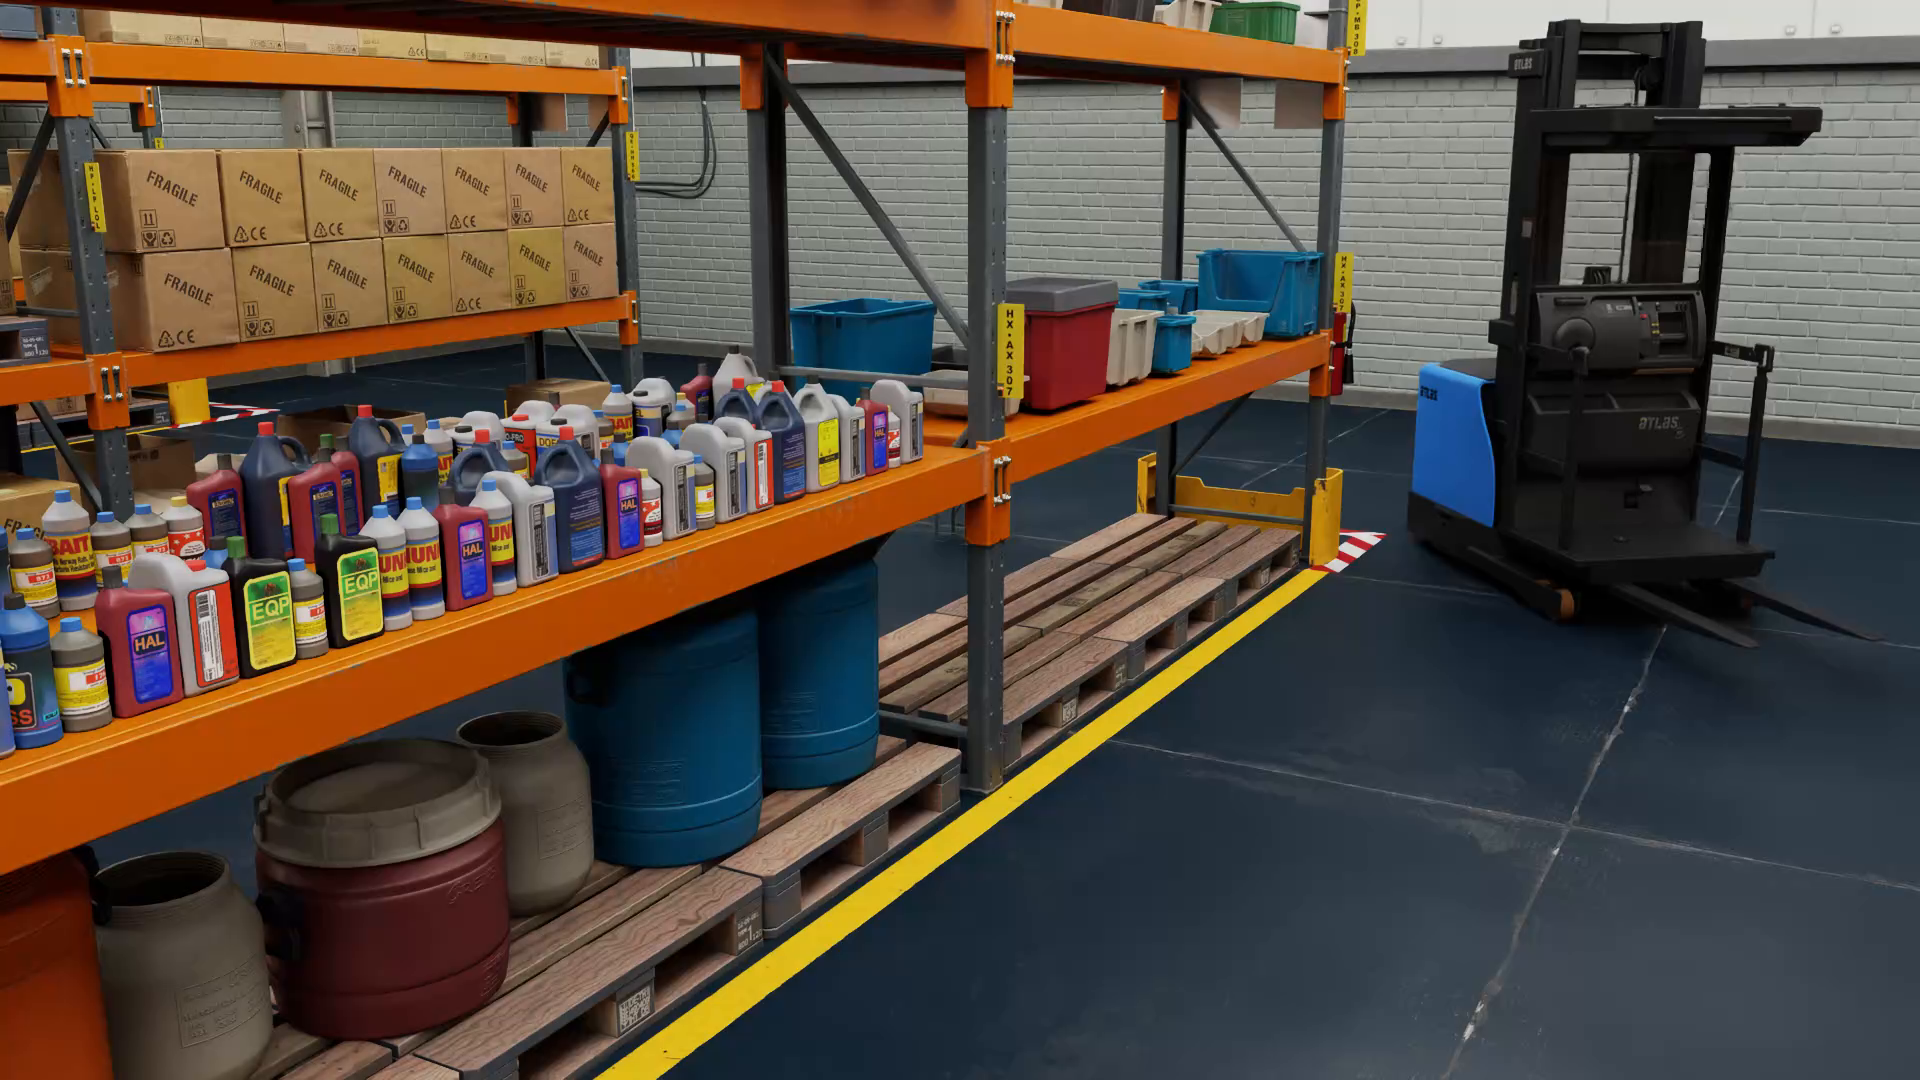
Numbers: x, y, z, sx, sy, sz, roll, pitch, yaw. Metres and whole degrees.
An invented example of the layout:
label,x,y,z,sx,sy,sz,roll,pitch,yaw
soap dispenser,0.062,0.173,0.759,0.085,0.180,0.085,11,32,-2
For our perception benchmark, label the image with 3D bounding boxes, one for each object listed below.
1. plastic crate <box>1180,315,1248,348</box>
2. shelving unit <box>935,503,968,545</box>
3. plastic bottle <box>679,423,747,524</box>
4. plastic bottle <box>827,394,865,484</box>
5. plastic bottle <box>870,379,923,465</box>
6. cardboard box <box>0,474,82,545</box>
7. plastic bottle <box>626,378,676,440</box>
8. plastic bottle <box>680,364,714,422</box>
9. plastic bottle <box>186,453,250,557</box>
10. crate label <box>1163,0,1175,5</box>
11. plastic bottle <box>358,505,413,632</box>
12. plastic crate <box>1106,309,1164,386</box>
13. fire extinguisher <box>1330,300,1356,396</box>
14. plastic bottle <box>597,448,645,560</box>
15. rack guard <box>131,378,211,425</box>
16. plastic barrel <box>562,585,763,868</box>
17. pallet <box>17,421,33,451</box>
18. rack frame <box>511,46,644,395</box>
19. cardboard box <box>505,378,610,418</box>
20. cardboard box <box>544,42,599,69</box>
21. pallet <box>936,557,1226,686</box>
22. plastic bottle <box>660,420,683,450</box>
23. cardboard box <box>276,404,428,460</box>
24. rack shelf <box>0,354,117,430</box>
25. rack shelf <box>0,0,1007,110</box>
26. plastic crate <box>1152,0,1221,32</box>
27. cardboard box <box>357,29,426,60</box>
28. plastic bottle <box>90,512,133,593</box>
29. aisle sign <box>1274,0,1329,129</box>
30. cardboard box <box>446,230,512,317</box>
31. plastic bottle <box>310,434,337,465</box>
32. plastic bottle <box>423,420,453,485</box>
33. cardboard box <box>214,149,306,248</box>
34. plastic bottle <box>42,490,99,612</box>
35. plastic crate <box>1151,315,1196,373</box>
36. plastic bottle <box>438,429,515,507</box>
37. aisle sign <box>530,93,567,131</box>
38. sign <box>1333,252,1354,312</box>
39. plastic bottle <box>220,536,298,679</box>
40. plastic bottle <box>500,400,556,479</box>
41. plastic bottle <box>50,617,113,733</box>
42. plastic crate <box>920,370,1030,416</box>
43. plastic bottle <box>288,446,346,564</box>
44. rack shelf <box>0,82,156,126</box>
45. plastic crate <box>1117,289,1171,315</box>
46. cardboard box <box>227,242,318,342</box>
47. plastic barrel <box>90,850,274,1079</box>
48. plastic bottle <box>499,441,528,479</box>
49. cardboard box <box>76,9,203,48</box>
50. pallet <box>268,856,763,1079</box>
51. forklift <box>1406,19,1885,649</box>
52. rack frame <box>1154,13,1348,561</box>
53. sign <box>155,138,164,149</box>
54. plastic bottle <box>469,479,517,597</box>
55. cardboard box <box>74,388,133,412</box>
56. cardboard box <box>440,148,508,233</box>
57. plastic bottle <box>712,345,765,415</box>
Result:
label,x,y,z,sx,sy,sz,roll,pitch,yaw
plastic crate,1.240,-1.058,8.456,0.396,0.136,0.243,7,15,28
shelving unit,0.004,-0.439,9.935,0.258,0.900,0.210,7,15,28
plastic bottle,-0.699,-0.198,4.719,0.152,0.276,0.135,7,15,28
plastic bottle,-0.390,-0.329,5.263,0.152,0.276,0.135,7,15,28
plastic bottle,-0.213,-0.404,5.574,0.152,0.276,0.135,7,15,28
cardboard box,-4.628,-0.009,8.065,0.500,0.500,0.500,7,15,28
plastic bottle,-1.040,-0.395,5.535,0.152,0.276,0.135,7,15,28
plastic bottle,-0.921,-0.471,5.835,0.061,0.283,0.133,7,15,28
plastic bottle,-1.865,-0.070,4.174,0.061,0.283,0.133,7,15,28
crate label,0.899,-2.636,8.483,0.408,0.251,0.502,7,15,28
plastic bottle,-1.267,0.059,3.664,0.097,0.271,0.097,0,14,0
plastic crate,0.594,-0.846,7.267,0.437,0.282,0.530,7,15,28
fire extinguisher,2.099,-1.163,9.418,0.296,0.674,0.183,7,15,28
plastic bottle,-0.883,-0.101,4.303,0.061,0.283,0.133,7,15,28
rack guard,-7.033,-1.315,14.420,1.175,0.500,0.348,7,15,28
plastic barrel,-0.926,0.489,5.186,0.600,0.901,0.708,7,15,28
pallet,-7.953,-0.747,12.682,1.003,0.211,1.213,7,15,28
rack frame,-2.706,-1.964,11.782,1.000,3.000,0.127,7,15,28
cardboard box,-2.753,-0.824,11.445,0.500,0.500,0.500,7,15,28
cardboard box,-2.724,-3.214,10.887,0.500,0.250,0.500,7,15,28
pallet,0.605,0.367,8.060,1.003,0.211,1.213,7,15,28
plastic bottle,-0.817,-0.206,4.763,0.097,0.271,0.097,0,14,0
cardboard box,-3.736,-0.530,10.220,0.797,0.503,0.637,7,15,28
rack shelf,-5.607,-0.384,6.760,1.077,0.370,4.000,7,15,28
rack shelf,-1.272,-1.280,4.078,1.077,0.370,4.000,7,15,28
plastic crate,0.846,-2.280,7.255,0.437,0.136,0.530,7,15,28
cardboard box,-3.461,-2.908,9.617,0.500,0.250,0.500,7,15,28
plastic bottle,-1.999,0.035,3.911,0.097,0.201,0.097,0,14,0
aisle sign,1.919,-2.648,9.070,0.394,0.787,0.004,7,15,28
cardboard box,-3.178,-1.682,10.396,0.500,0.500,0.500,8,15,28
plastic bottle,-1.711,-0.136,4.445,0.061,0.283,0.133,7,15,28
plastic bottle,-1.503,-0.209,4.776,0.097,0.271,0.097,0,14,0
cardboard box,-3.917,-1.849,8.957,0.500,0.500,0.500,7,15,26
plastic bottle,-2.046,0.021,3.820,0.097,0.271,0.097,0,14,0
plastic crate,0.860,-0.900,7.595,0.416,0.233,0.300,7,15,28
plastic bottle,-1.194,-0.096,4.136,0.144,0.351,0.185,7,15,28
aisle sign,-2.930,-3.276,11.673,0.394,0.787,0.004,7,15,28
sign,2.118,-1.423,9.187,0.100,0.325,0.005,7,15,28
plastic bottle,-1.419,0.126,3.359,0.061,0.283,0.133,7,15,28
plastic bottle,-1.310,-0.280,5.058,0.152,0.276,0.135,7,15,28
plastic bottle,-1.620,0.243,3.051,0.097,0.201,0.097,0,14,0
plastic crate,0.045,-0.562,6.400,0.396,0.136,0.243,7,15,28
plastic bottle,-1.649,-0.092,4.263,0.061,0.283,0.133,7,15,28
rack shelf,-8.011,-3.223,12.137,1.077,0.370,4.000,7,15,28
plastic crate,0.902,-1.202,8.848,0.416,0.233,0.300,7,15,28
cardboard box,-3.910,-1.372,9.109,0.500,0.500,0.500,8,16,29
plastic barrel,-1.823,1.016,3.832,0.421,0.512,0.421,0,14,0
plastic bottle,-1.304,-0.186,4.827,0.097,0.201,0.097,0,14,0
cardboard box,-4.188,-2.601,8.341,0.500,0.250,0.500,7,15,28
pallet,-1.304,1.179,4.694,1.003,0.211,1.213,7,15,28
forklift,3.451,-1.108,8.376,1.130,2.935,3.031,-2,14,-10
rack frame,1.628,-1.402,9.451,1.000,3.000,0.127,7,15,28
sign,-6.576,-3.139,13.676,0.100,0.325,0.005,7,15,28
plastic bottle,-1.109,-0.008,3.943,0.097,0.271,0.097,0,14,0
cardboard box,-7.295,-1.359,13.708,0.700,0.500,0.500,7,15,28
cardboard box,-3.171,-2.166,10.271,0.500,0.500,0.500,8,16,30
plastic bottle,-0.779,-0.514,5.871,0.144,0.351,0.185,7,15,28
